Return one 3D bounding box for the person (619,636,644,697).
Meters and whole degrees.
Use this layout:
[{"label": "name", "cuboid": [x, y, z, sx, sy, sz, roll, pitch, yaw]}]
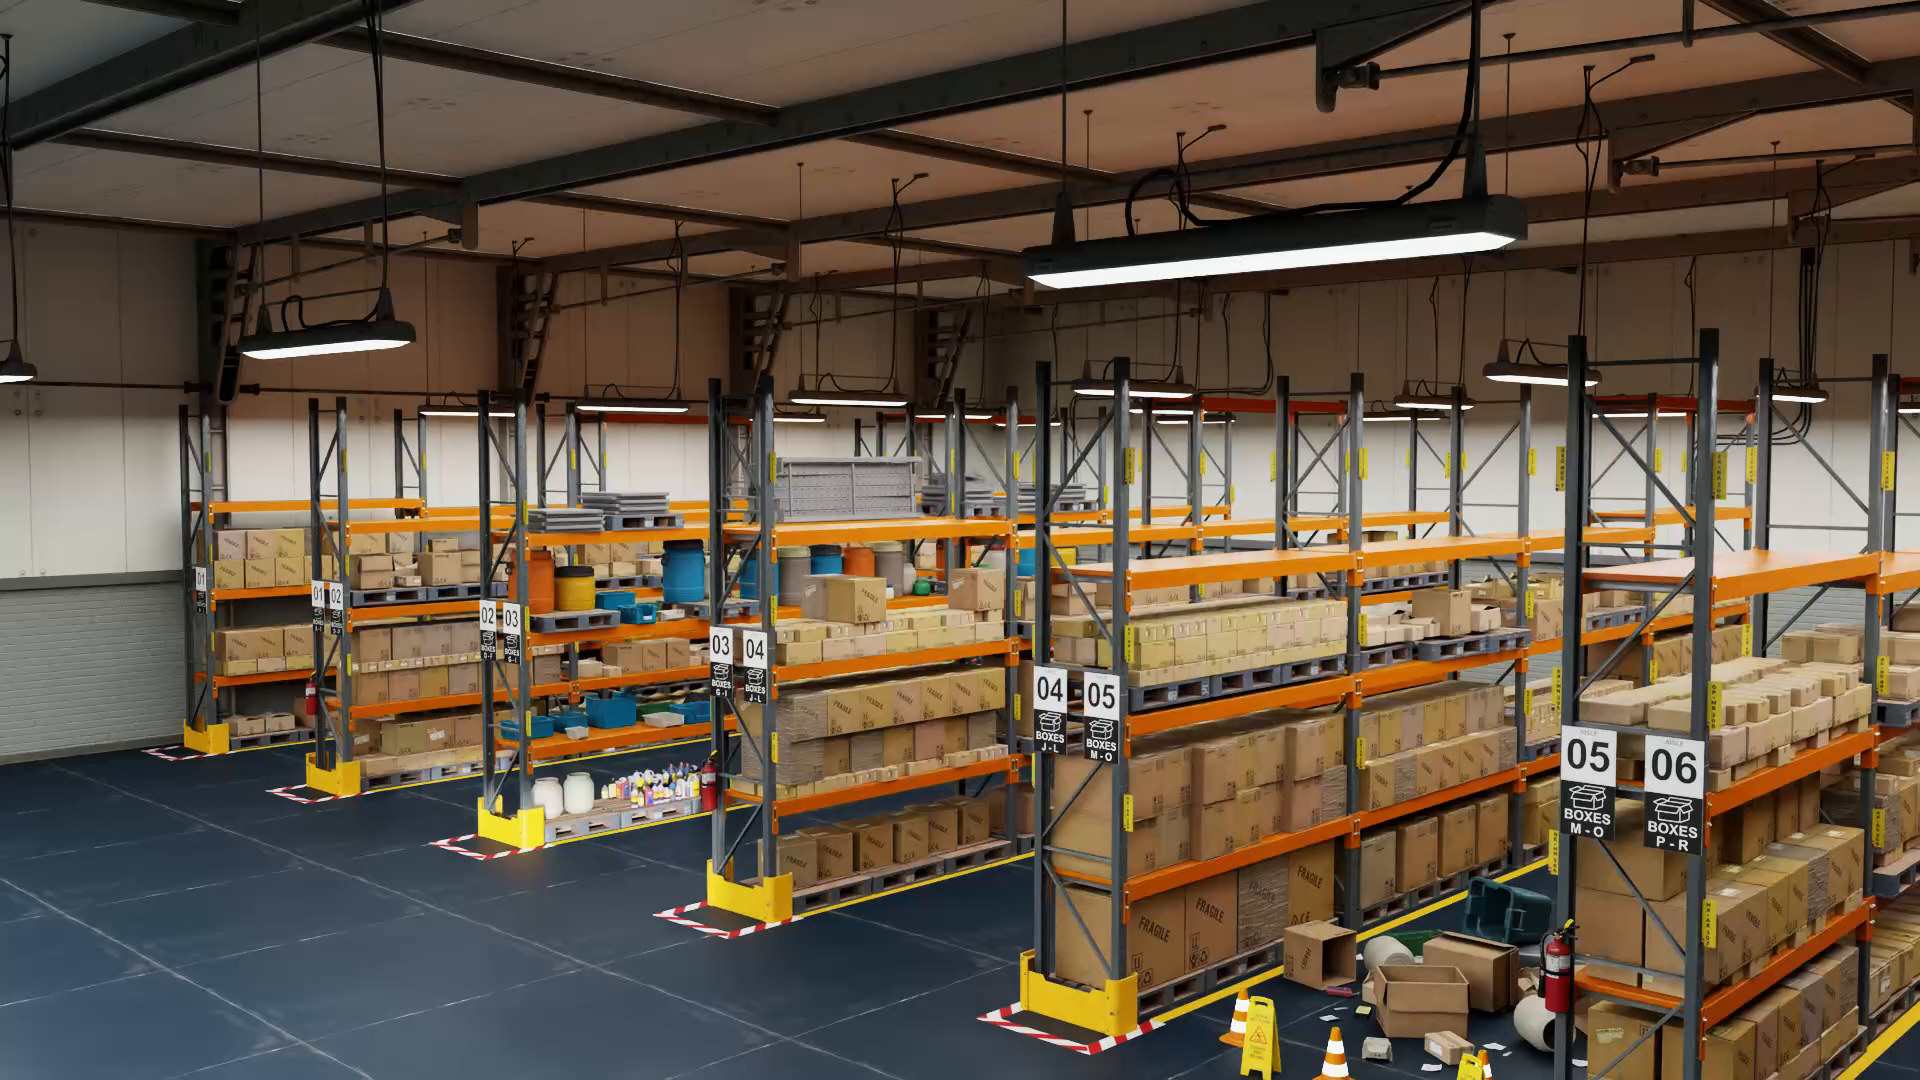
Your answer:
[{"label": "person", "cuboid": [-6.259, 2.655, 31.459, 1.098, 1.757, 0.671, -3, 4, -44]}]
